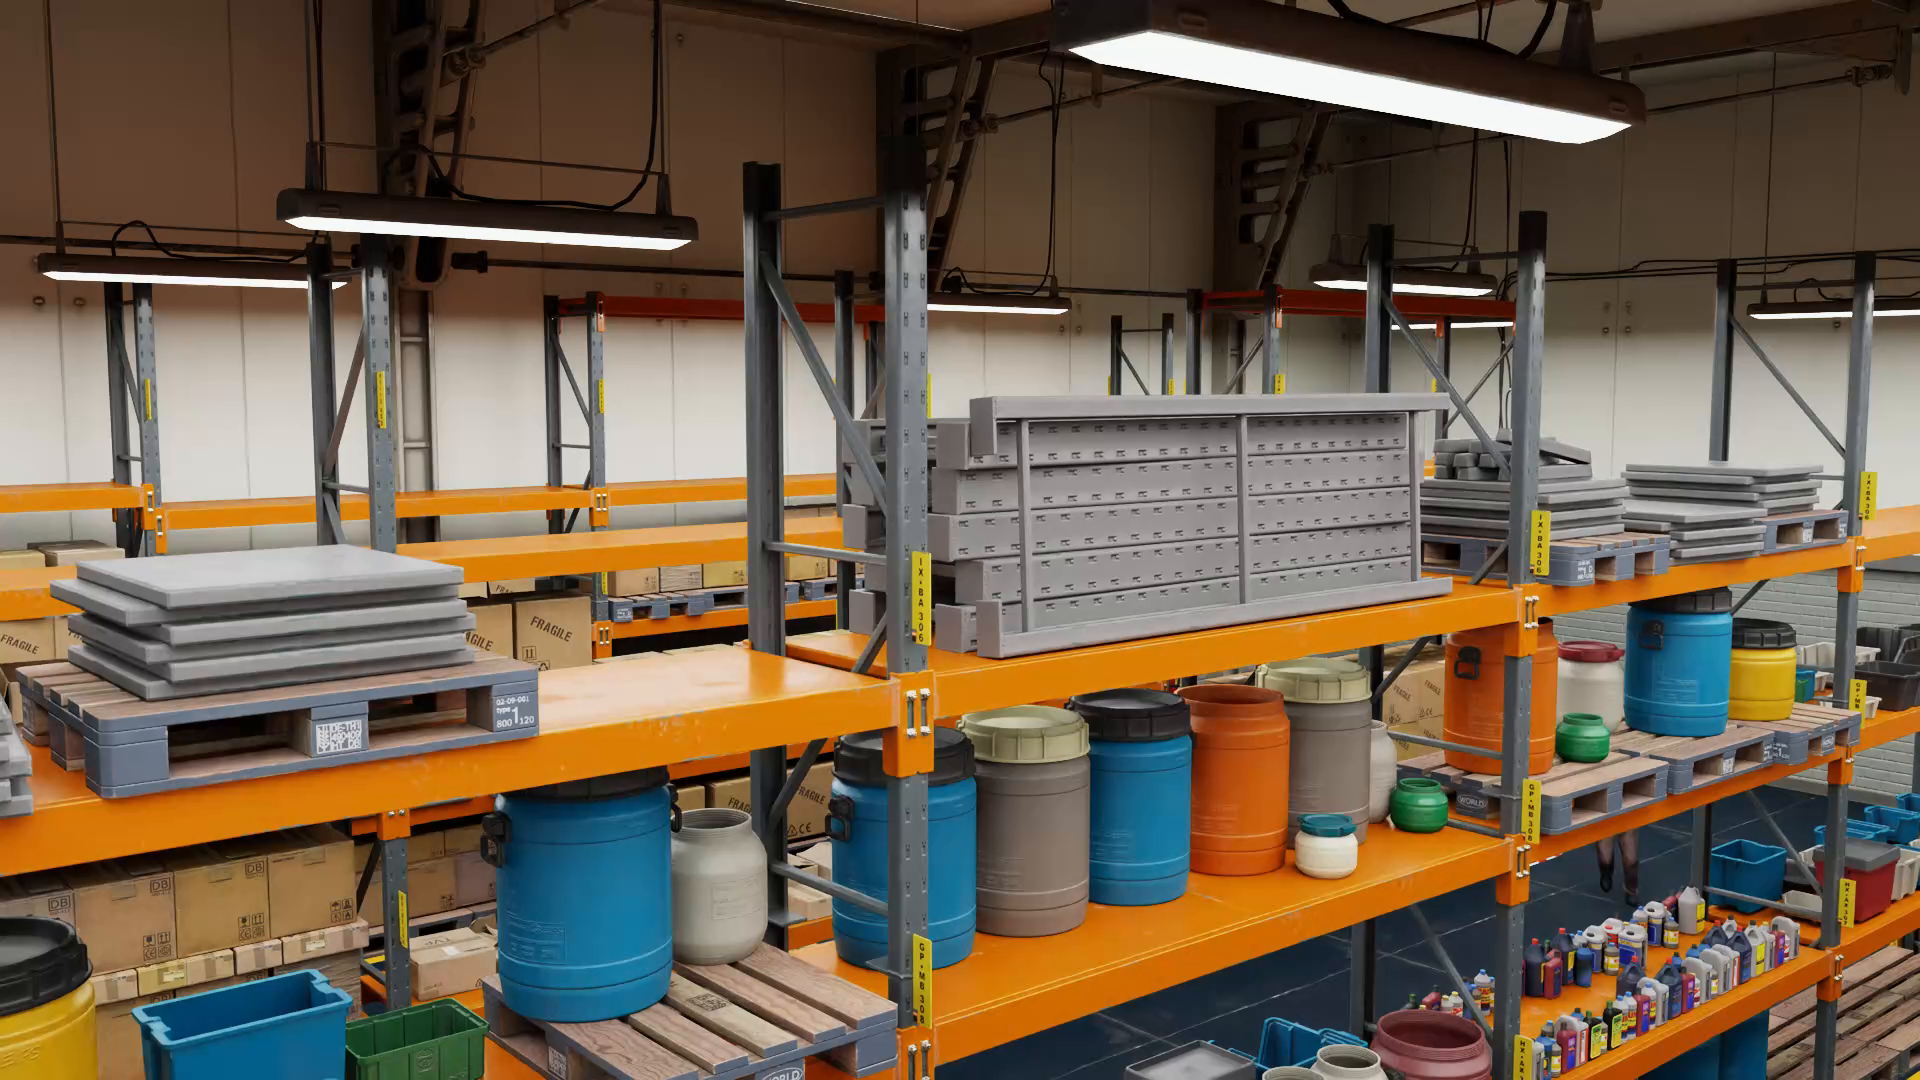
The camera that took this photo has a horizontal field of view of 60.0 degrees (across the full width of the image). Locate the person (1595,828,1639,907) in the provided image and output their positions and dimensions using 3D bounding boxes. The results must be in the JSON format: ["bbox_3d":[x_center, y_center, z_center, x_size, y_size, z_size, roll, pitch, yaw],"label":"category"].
[{"bbox_3d":[6.446,2.770,16.484,0.663,1.647,0.559,2,6,18],"label":"person"}]
